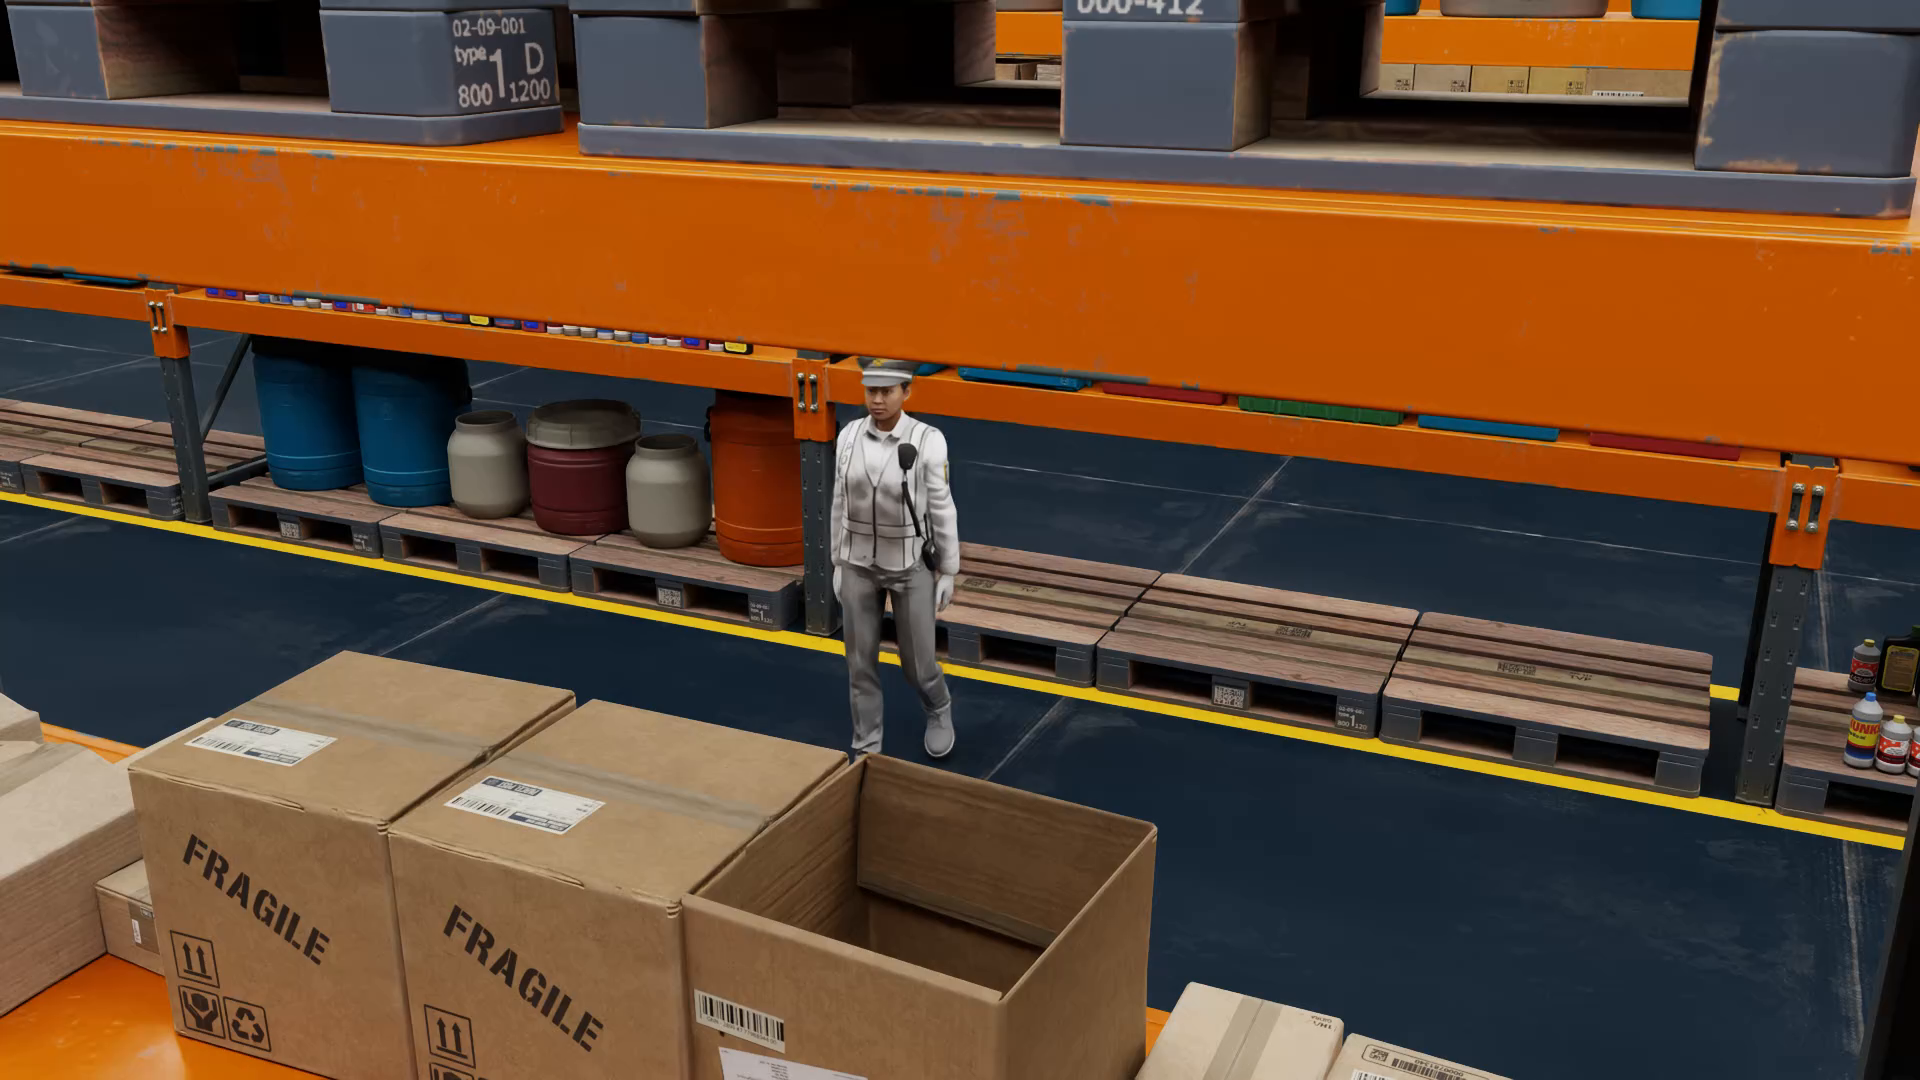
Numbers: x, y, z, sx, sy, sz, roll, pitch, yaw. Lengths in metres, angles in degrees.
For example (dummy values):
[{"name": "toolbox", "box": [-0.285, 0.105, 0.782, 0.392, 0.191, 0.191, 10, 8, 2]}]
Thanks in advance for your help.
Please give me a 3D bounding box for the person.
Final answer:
[{"name": "person", "box": [-0.251, 0.098, 6.211, 0.497, 1.681, 0.641, 6, 20, 17]}]
